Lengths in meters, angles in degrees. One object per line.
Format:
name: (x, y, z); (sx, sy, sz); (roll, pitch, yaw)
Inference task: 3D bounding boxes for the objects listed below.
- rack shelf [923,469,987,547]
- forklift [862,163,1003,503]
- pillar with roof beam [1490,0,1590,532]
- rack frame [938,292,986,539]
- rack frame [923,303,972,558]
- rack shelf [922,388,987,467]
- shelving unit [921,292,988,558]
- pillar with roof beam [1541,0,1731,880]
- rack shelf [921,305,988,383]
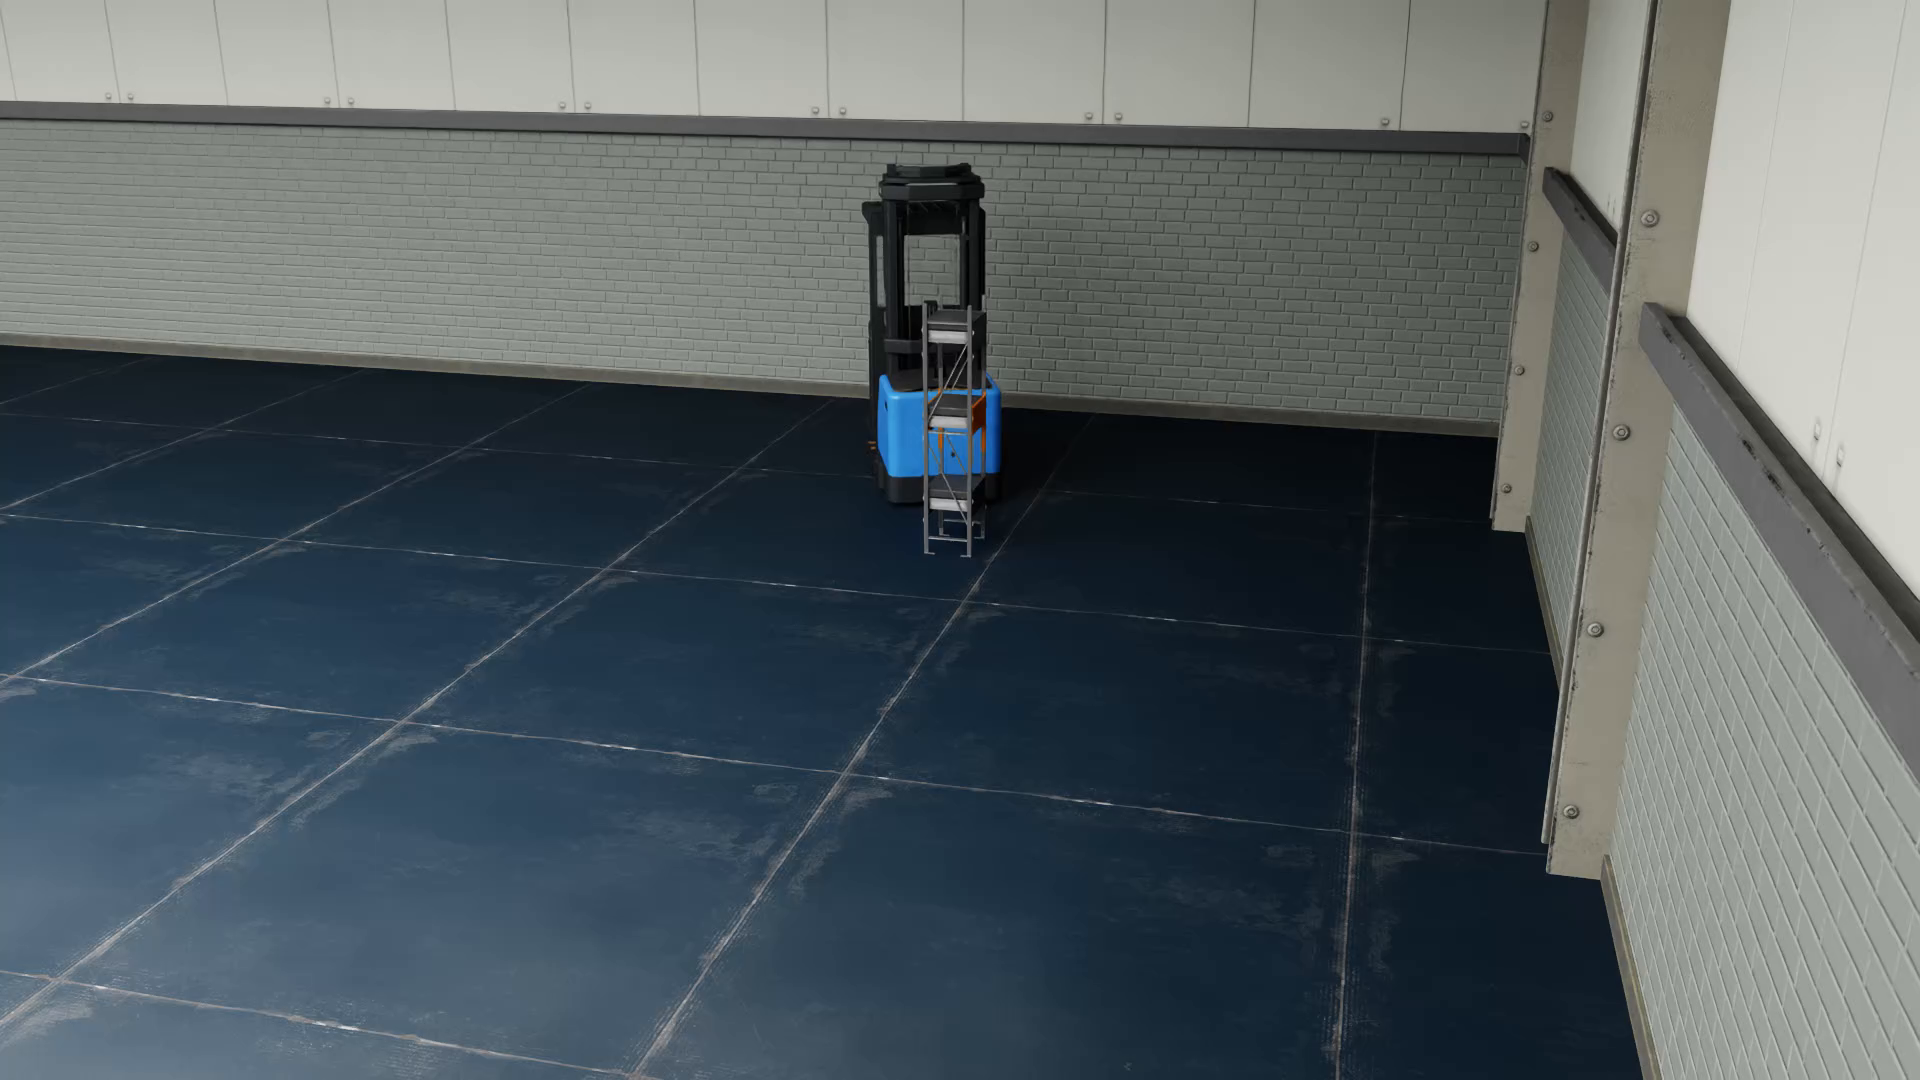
rack shelf: (-0.040, -0.266, 13.927); (0.431, 0.518, 0.480); (5, 19, 13)
forklift: (-0.343, -2.154, 15.959); (1.130, 2.935, 3.031); (-3, 19, -8)
pillar with roof beam: (0.645, -4.737, 14.133); (9.100, 9.000, 0.400); (5, 19, 13)
rack frame: (0.019, -1.018, 13.920); (0.400, 2.100, 0.015); (5, 19, 13)
rack frame: (-0.100, -0.865, 13.472); (0.400, 2.100, 0.015); (5, 19, 13)
rack shelf: (-0.040, -0.929, 13.701); (0.431, 0.518, 0.480); (5, 19, 13)
shelving unit: (-0.040, -0.942, 13.696); (0.431, 2.100, 0.503); (5, 19, 13)
pillar with roof beam: (-0.821, -2.856, 8.627); (9.100, 9.000, 0.400); (5, 19, 13)
rack shelf: (-0.040, -1.591, 13.474); (0.431, 0.518, 0.480); (5, 19, 13)
